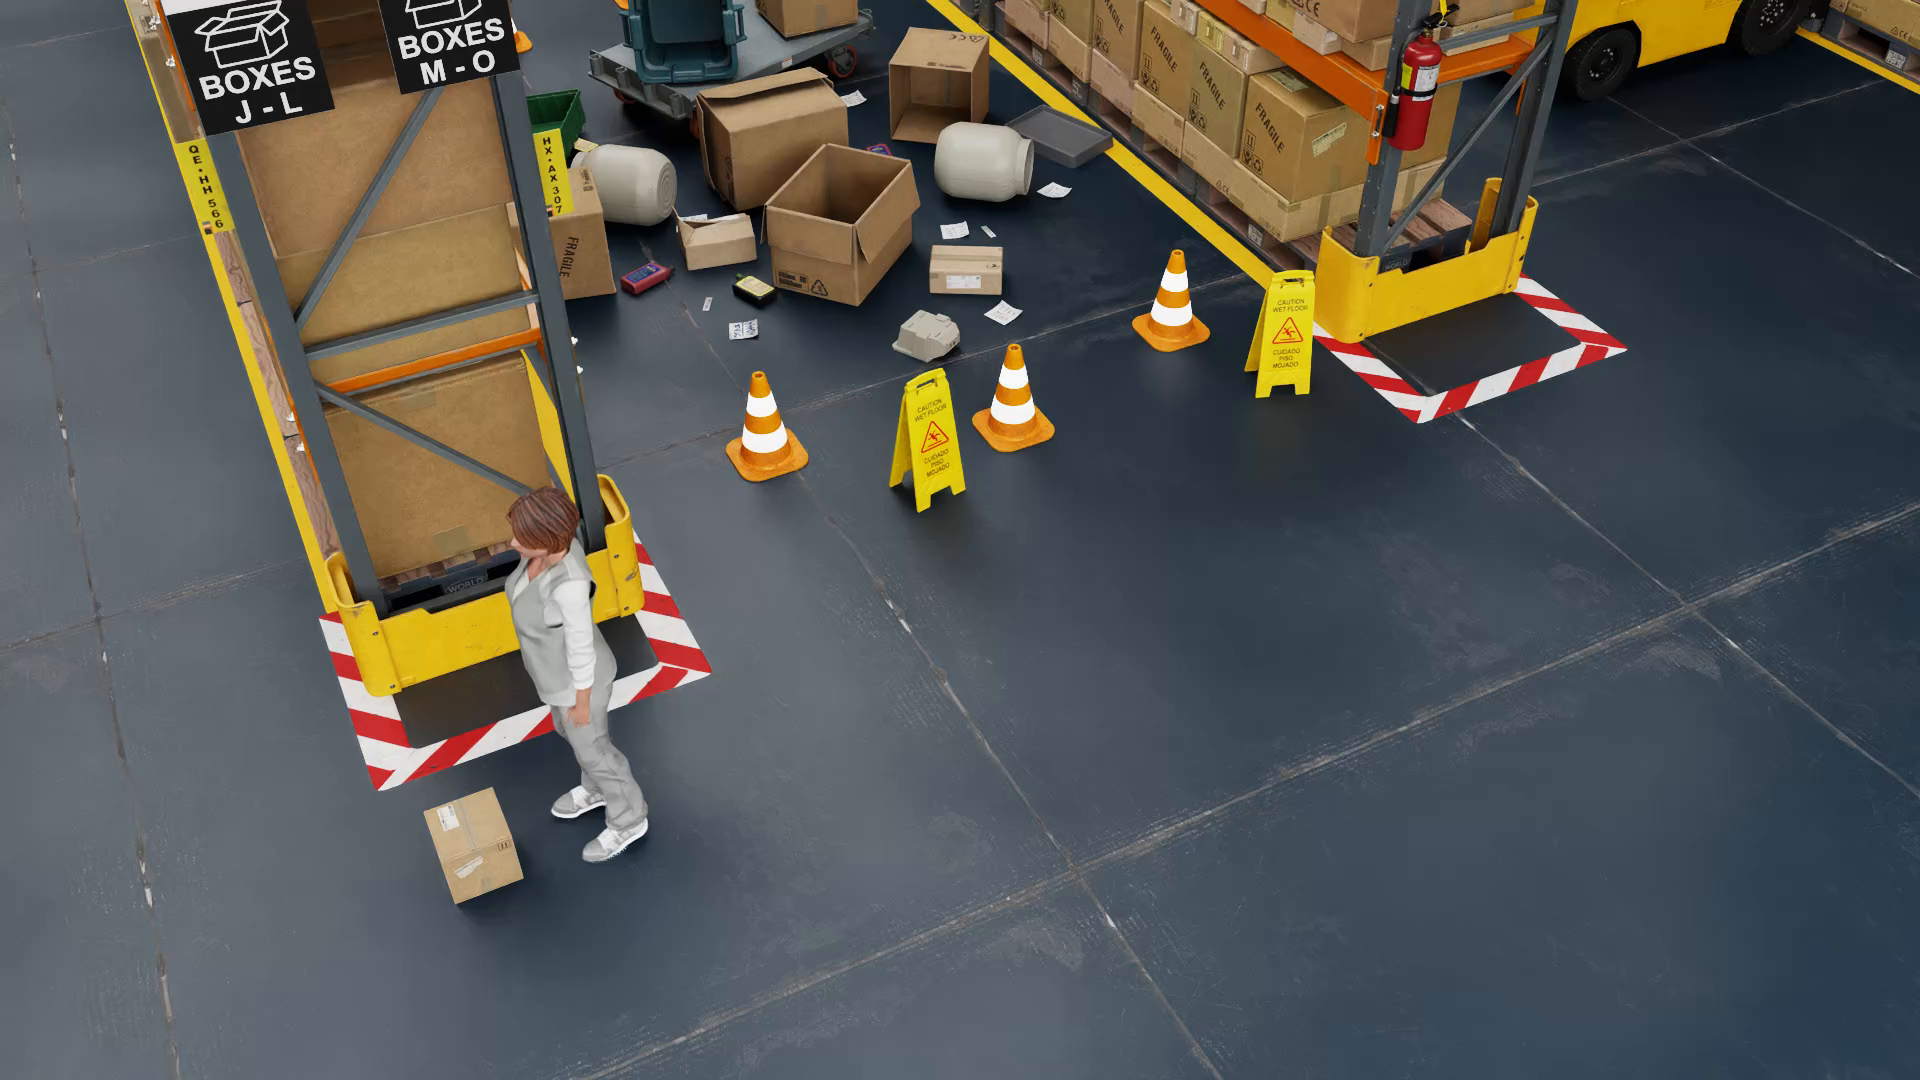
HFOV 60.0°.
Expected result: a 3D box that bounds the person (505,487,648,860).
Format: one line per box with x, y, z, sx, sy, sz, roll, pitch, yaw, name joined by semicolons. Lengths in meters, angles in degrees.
-1.316;0.465;5.655;0.306;1.606;0.406;-18;45;-19;person
